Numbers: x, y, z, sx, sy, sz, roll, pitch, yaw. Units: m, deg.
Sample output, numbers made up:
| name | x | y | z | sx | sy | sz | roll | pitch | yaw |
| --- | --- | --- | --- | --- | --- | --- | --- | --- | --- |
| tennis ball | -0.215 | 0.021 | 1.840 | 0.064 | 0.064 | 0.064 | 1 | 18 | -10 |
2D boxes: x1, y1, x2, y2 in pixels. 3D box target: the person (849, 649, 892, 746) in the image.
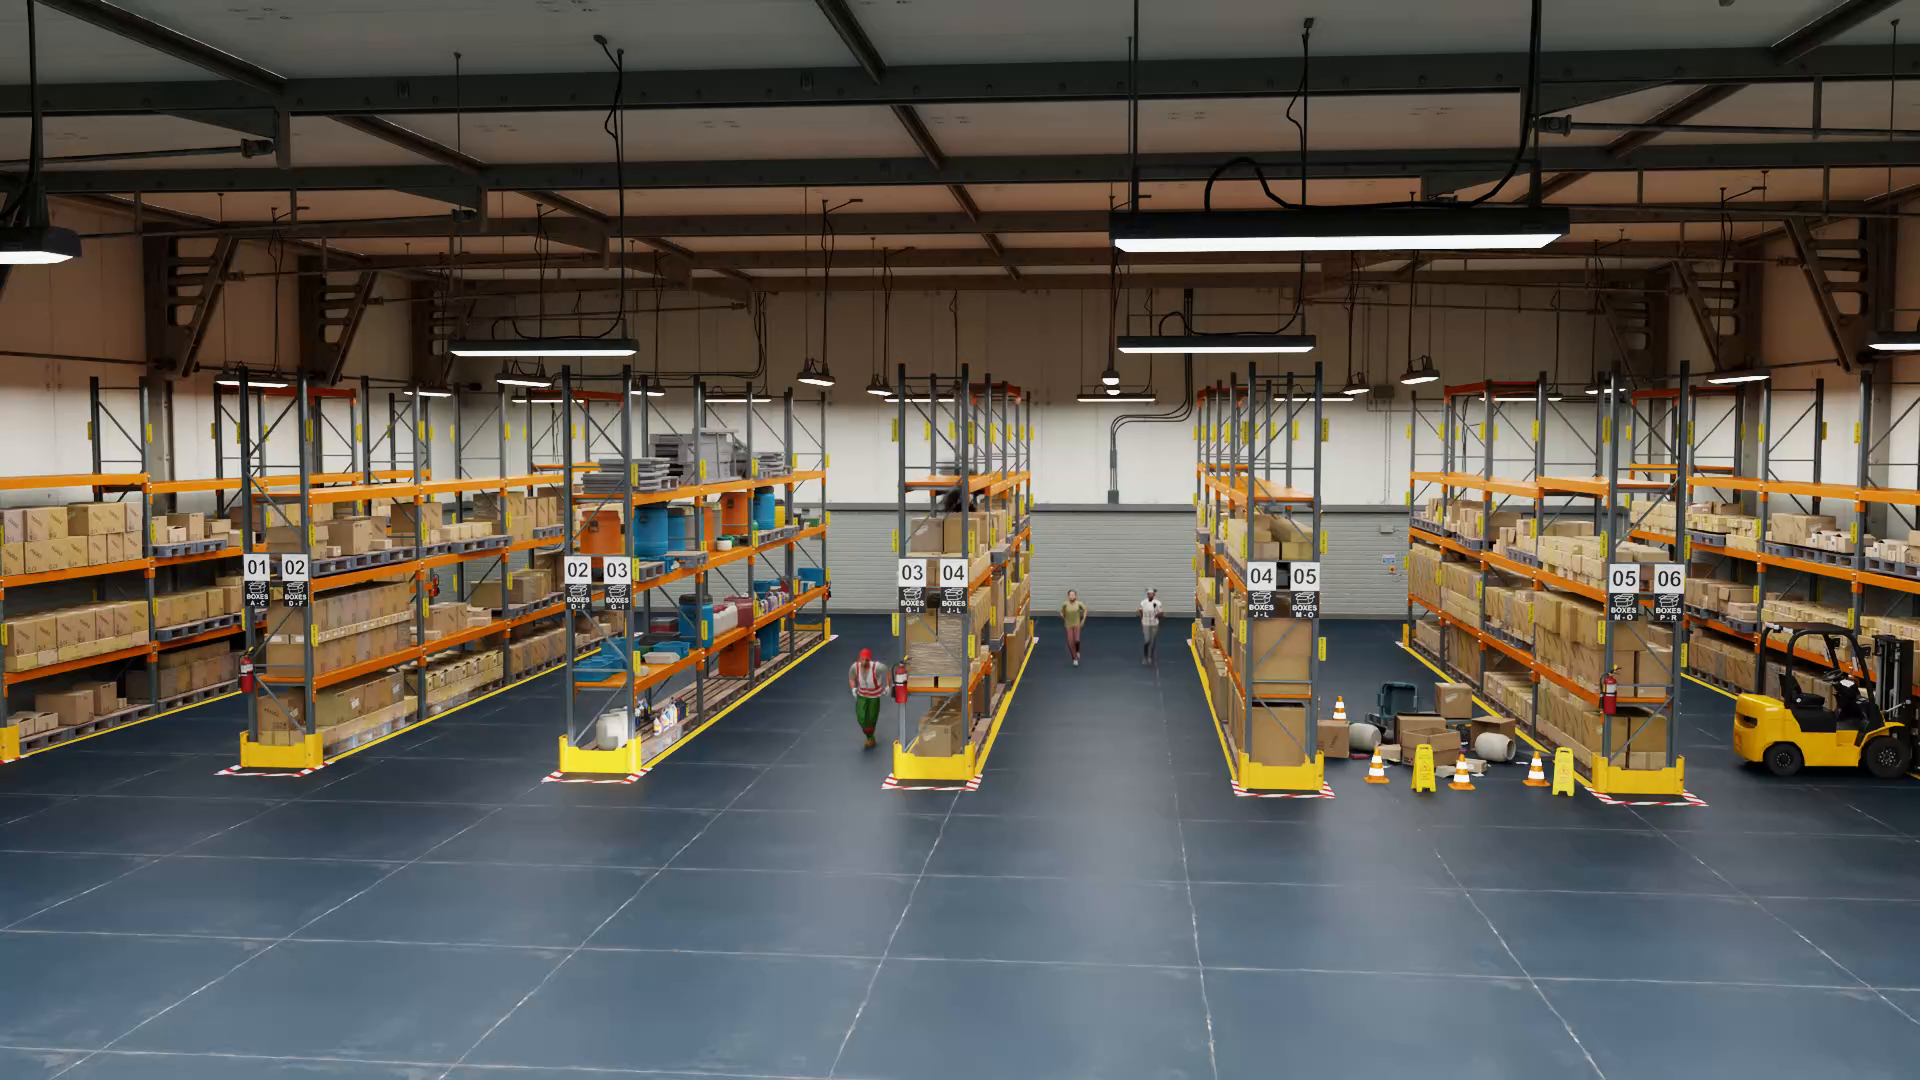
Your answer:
| name | x | y | z | sx | sy | sz | roll | pitch | yaw |
| --- | --- | --- | --- | --- | --- | --- | --- | --- | --- |
| person | -1.423 | 2.502 | 26.550 | 0.687 | 1.609 | 0.914 | 1 | 4 | 8 |

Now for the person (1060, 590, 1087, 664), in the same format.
| name | x | y | z | sx | sy | sz | roll | pitch | yaw |
| --- | --- | --- | --- | --- | --- | --- | --- | --- | --- |
| person | 2.438 | 1.886 | 35.968 | 0.588 | 1.624 | 0.523 | 1 | 4 | 9 |

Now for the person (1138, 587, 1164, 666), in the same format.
| name | x | y | z | sx | sy | sz | roll | pitch | yaw |
| --- | --- | --- | --- | --- | --- | --- | --- | --- | --- |
| person | 4.125 | 1.871 | 35.889 | 0.549 | 1.724 | 0.678 | 0 | 4 | 6 |
